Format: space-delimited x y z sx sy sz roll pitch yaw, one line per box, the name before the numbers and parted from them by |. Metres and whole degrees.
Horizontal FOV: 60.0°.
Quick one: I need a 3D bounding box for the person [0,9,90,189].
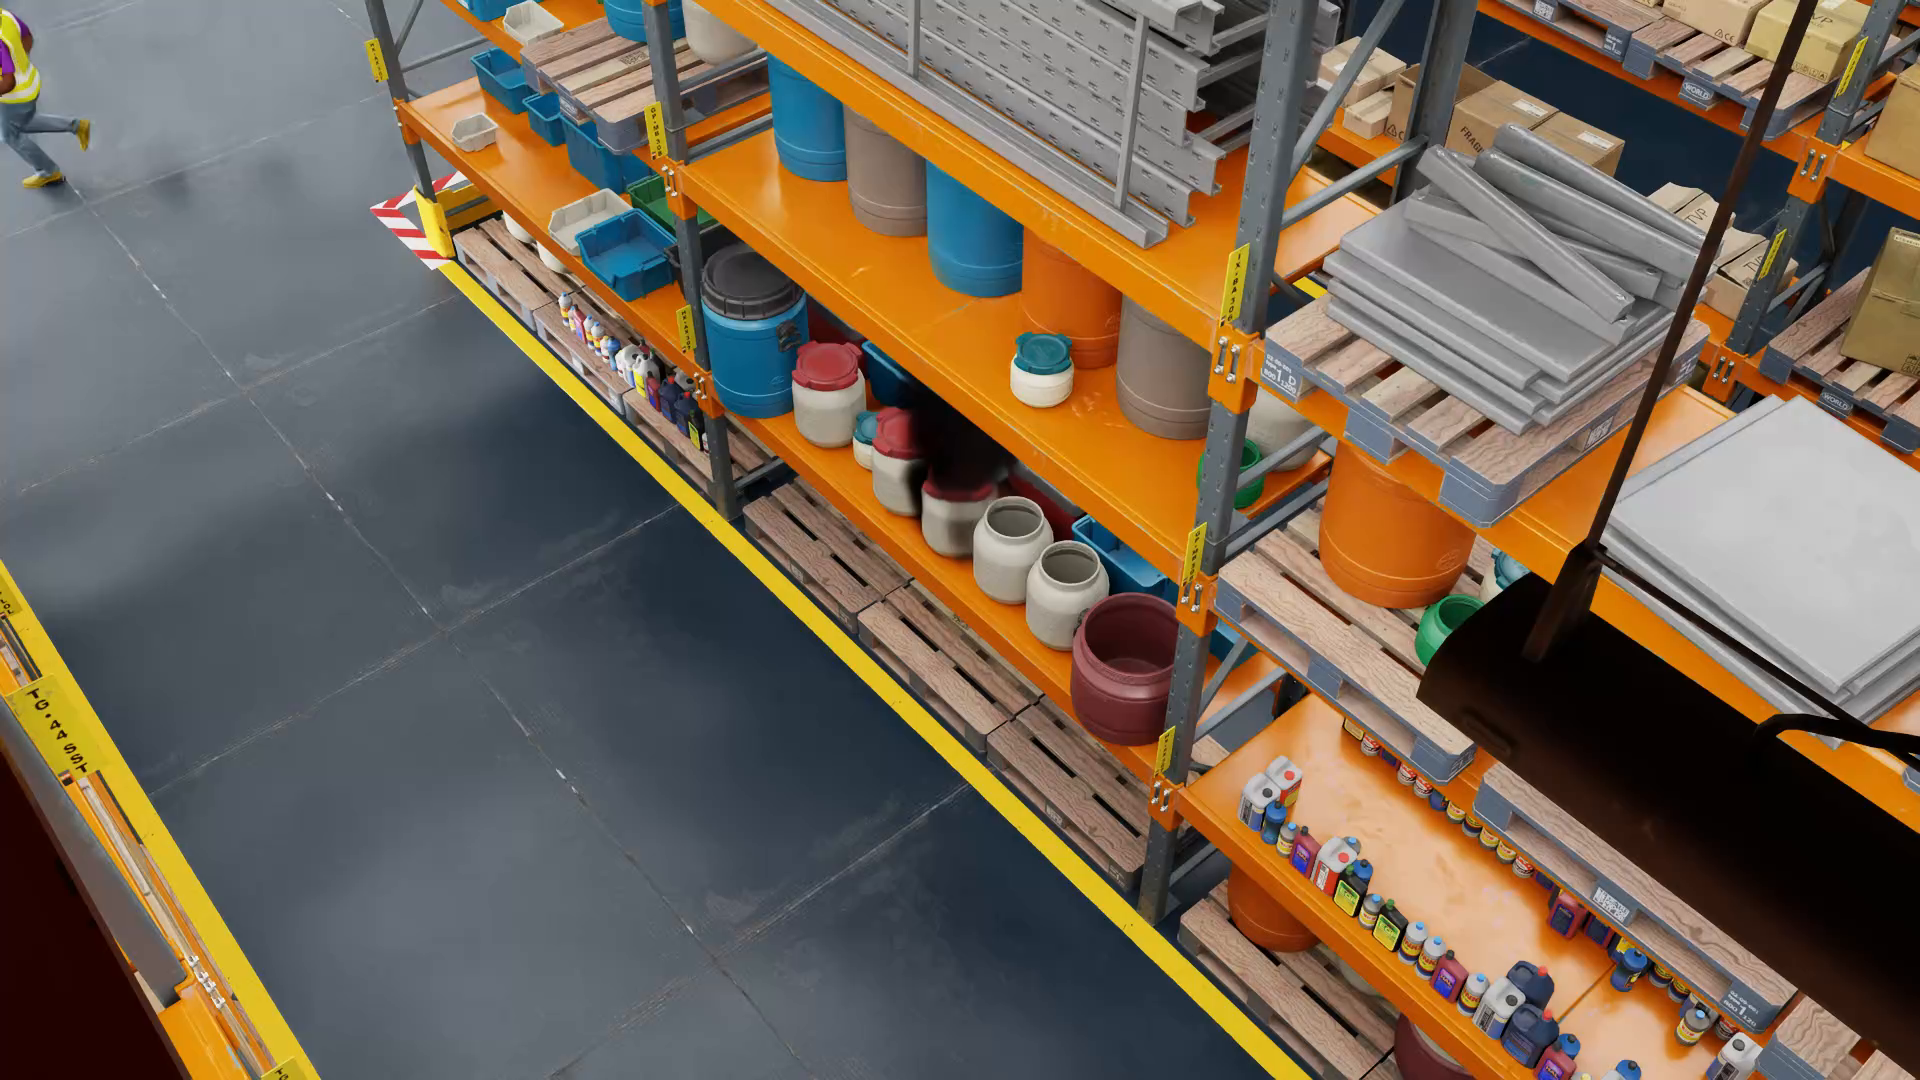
person | -7.440 -3.589 13.222 0.658 1.717 0.721 -6 47 -6
